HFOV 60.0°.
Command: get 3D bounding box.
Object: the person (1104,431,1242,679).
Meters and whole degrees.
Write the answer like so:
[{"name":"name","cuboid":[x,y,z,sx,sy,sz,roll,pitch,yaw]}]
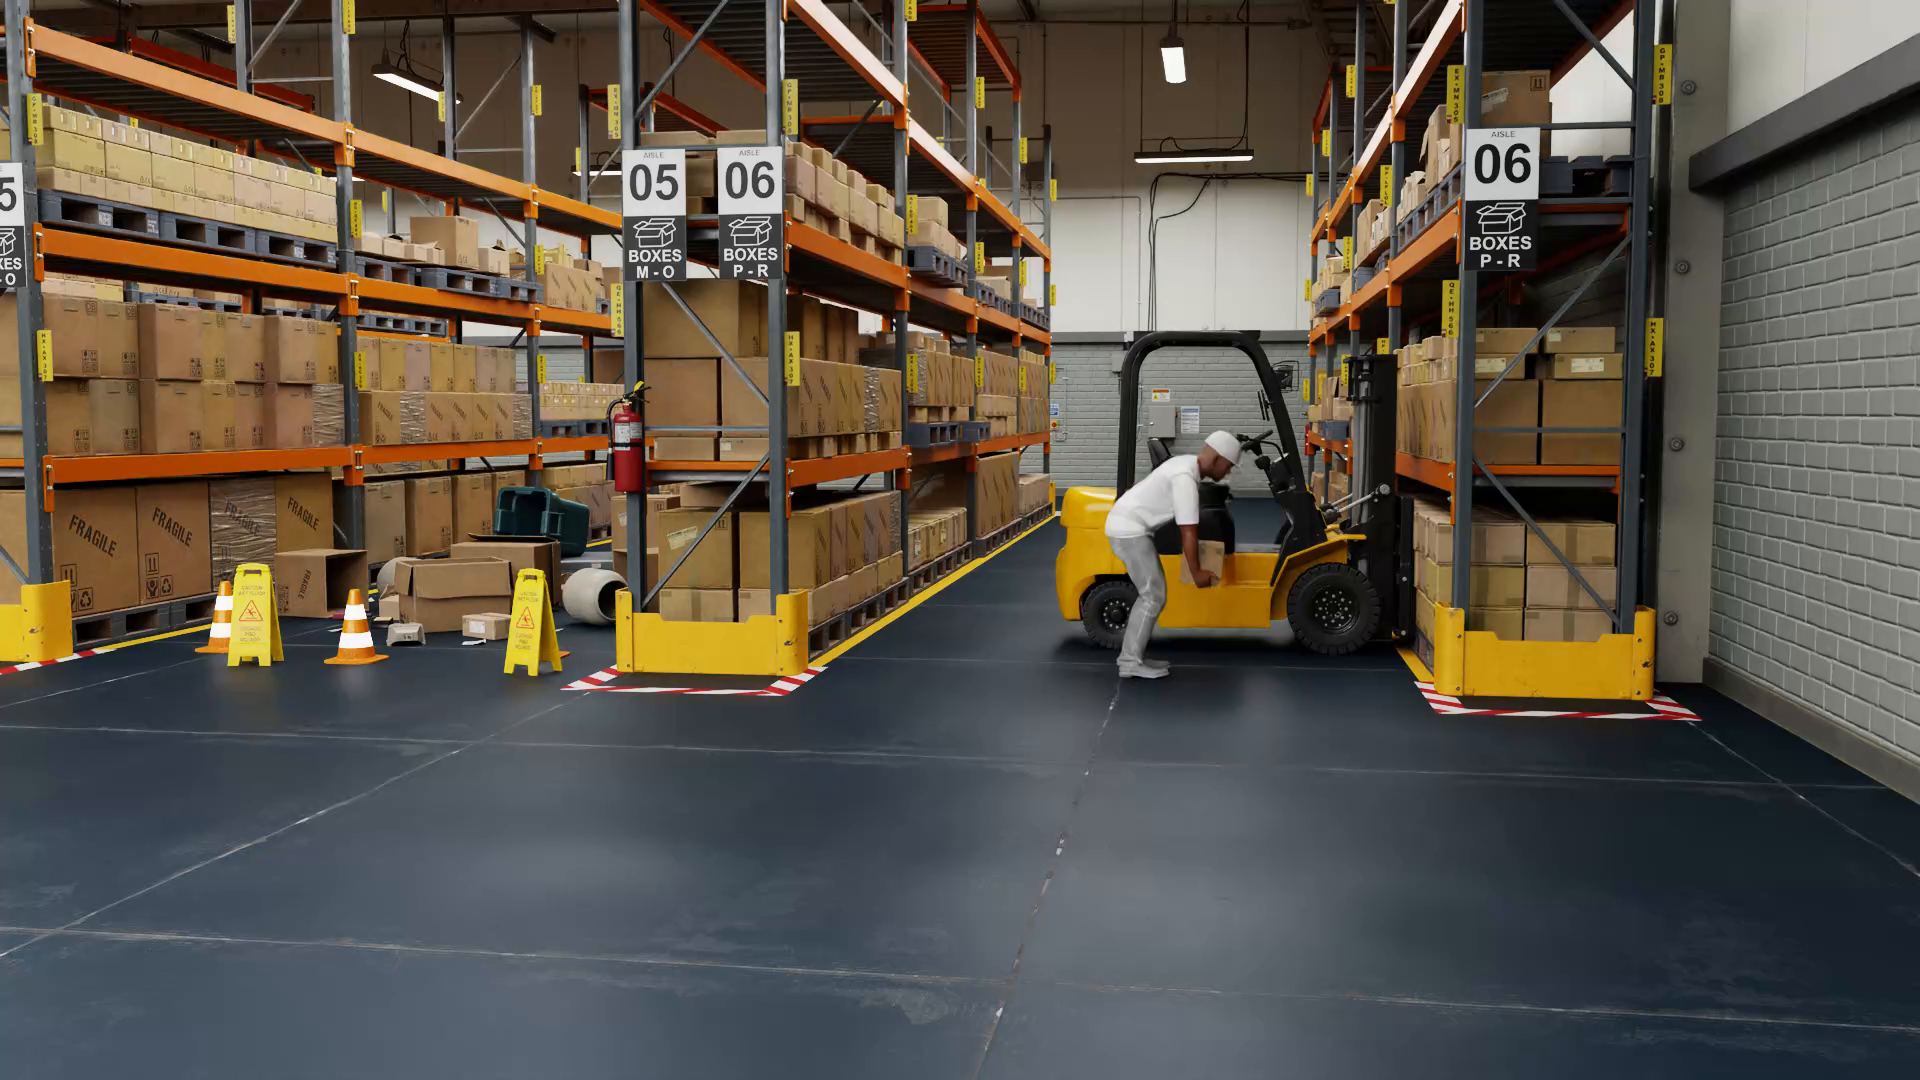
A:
[{"name":"person","cuboid":[1.299,0.081,10.177,0.832,1.497,0.488,1,4,7]}]
